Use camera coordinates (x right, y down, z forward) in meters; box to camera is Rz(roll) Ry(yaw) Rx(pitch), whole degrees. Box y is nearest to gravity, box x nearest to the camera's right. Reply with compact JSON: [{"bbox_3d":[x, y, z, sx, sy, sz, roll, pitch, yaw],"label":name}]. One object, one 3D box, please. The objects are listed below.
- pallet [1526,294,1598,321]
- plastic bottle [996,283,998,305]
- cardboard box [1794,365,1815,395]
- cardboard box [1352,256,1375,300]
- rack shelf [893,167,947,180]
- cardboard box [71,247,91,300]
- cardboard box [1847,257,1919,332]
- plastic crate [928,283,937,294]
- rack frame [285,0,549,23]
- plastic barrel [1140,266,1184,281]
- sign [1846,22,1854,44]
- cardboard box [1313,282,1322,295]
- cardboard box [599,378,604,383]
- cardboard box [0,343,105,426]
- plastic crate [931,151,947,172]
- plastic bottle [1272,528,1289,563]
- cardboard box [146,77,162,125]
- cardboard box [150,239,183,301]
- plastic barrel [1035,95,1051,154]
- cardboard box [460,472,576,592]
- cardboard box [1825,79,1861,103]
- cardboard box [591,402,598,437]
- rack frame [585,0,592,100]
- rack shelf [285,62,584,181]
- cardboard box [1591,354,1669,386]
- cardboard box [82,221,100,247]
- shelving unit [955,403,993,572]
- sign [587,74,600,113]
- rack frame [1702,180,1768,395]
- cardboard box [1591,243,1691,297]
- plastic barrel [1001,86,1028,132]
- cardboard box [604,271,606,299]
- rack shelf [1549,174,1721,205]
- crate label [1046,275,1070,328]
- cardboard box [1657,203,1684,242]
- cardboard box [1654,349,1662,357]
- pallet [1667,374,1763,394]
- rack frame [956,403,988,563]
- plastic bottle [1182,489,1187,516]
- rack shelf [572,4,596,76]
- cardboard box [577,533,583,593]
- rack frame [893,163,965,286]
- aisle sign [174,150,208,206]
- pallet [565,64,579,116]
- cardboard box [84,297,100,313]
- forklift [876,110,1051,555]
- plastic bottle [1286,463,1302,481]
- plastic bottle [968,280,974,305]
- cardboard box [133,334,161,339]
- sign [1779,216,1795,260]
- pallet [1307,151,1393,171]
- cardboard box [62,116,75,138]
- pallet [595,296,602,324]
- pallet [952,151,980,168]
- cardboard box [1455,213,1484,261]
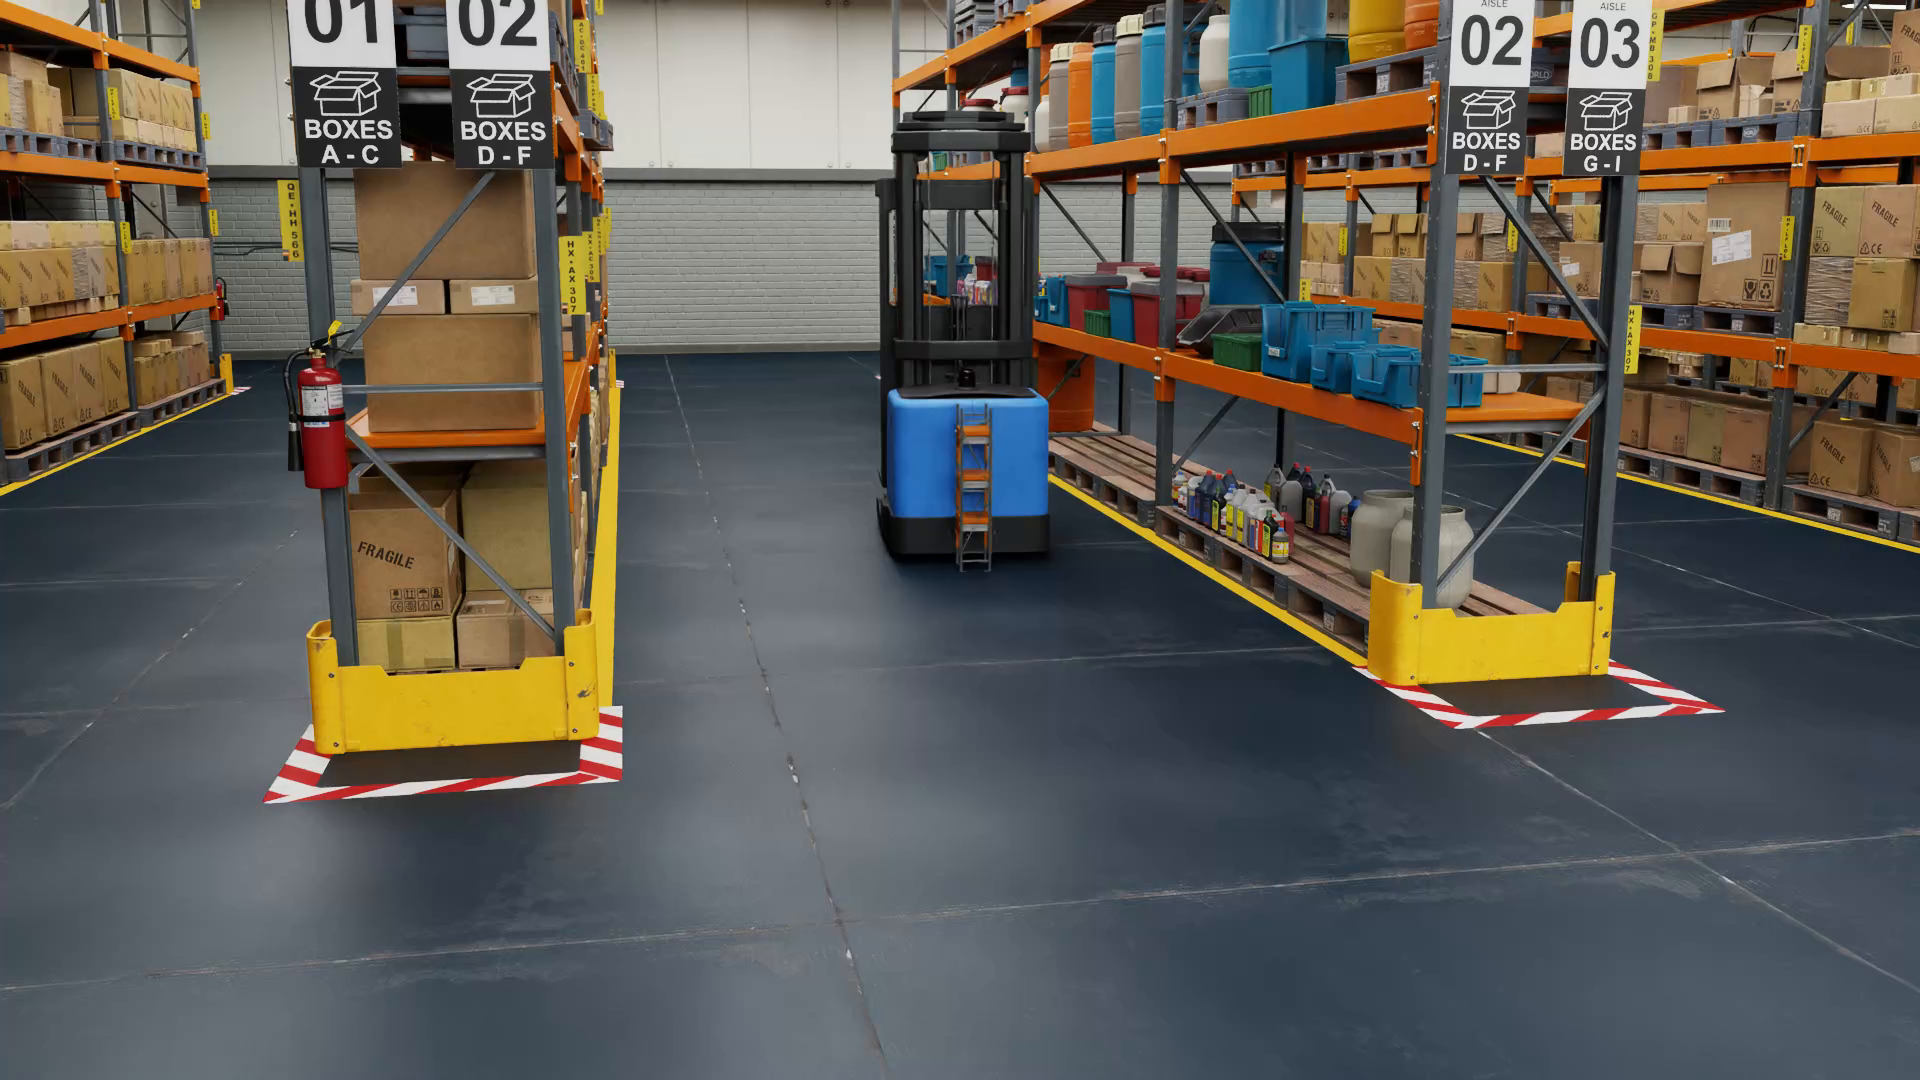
[{"bbox_3d":[6.229,-2.236,15.934,1.213,0.211,1.003,-2,11,-11],"label":"pallet"},{"bbox_3d":[0.408,-2.488,17.057,0.061,0.283,0.133,-2,11,-11],"label":"plastic bottle"},{"bbox_3d":[10.196,-1.993,19.707,0.500,0.500,0.500,-2,11,-10],"label":"cardboard box"},{"bbox_3d":[5.052,-3.146,19.937,0.500,0.500,0.500,-2,11,-11],"label":"cardboard box"},{"bbox_3d":[-0.039,-4.497,21.205,1.077,0.370,4.000,-2,11,-11],"label":"rack shelf"},{"bbox_3d":[-8.833,-2.594,16.187,0.500,0.500,0.500,-2,11,-11],"label":"cardboard box"},{"bbox_3d":[6.854,-1.741,11.757,0.875,0.500,0.500,-2,11,-11],"label":"cardboard box"},{"bbox_3d":[-0.131,-3.100,20.538,0.437,0.125,0.590,-2,11,-11],"label":"plastic crate"},{"bbox_3d":[-2.176,-3.577,6.424,1.000,3.000,0.127,-2,11,-11],"label":"rack frame"},{"bbox_3d":[1.708,-2.007,13.857,0.433,0.535,0.433,0,11,0],"label":"plastic barrel"},{"bbox_3d":[13.605,-7.749,25.422,0.100,0.325,0.005,-2,11,-11],"label":"sign"},{"bbox_3d":[4.727,-3.205,21.187,0.380,0.149,0.250,-2,11,-12],"label":"cardboard box"},{"bbox_3d":[-3.647,-1.275,15.883,0.500,0.500,0.500,-3,11,-13],"label":"cardboard box"},{"bbox_3d":[-8.938,-1.523,16.302,0.750,0.750,0.750,-2,11,-9],"label":"cardboard box"},{"bbox_3d":[-0.140,-4.557,20.042,0.416,0.233,0.300,-2,11,-11],"label":"plastic crate"},{"bbox_3d":[1.896,0.028,9.834,0.097,0.201,0.097,0,11,0],"label":"plastic bottle"},{"bbox_3d":[-9.439,-4.999,18.922,0.500,0.500,0.500,-2,11,-11],"label":"cardboard box"},{"bbox_3d":[-9.745,-3.165,19.499,0.980,0.700,0.700,-3,11,-14],"label":"cardboard box"},{"bbox_3d":[0.888,-3.737,14.988,0.421,0.512,0.421,0,11,0],"label":"plastic barrel"},{"bbox_3d":[-2.161,-0.052,8.173,0.500,0.500,0.500,-2,11,-11],"label":"cardboard box"},{"bbox_3d":[6.525,-3.248,12.052,0.380,0.149,0.250,-2,11,-13],"label":"cardboard box"},{"bbox_3d":[-3.185,-0.954,13.415,0.500,0.311,0.500,-2,11,-11],"label":"cardboard box"},{"bbox_3d":[-4.510,-5.778,17.987,1.000,3.000,0.127,-2,11,-11],"label":"rack frame"},{"bbox_3d":[-2.565,-2.117,8.699,1.077,0.370,4.000,-2,11,-11],"label":"rack shelf"},{"bbox_3d":[6.259,-1.595,15.556,0.500,0.250,0.500,-1,11,-5],"label":"cardboard box"},{"bbox_3d":[-8.936,-3.053,16.593,0.500,0.250,0.500,-2,11,-10],"label":"cardboard box"},{"bbox_3d":[0.088,-0.335,10.630,0.215,1.050,0.252,-1,13,-6],"label":"shelving unit"},{"bbox_3d":[-3.186,-3.882,14.455,0.100,0.325,0.005,-2,11,-11],"label":"sign"},{"bbox_3d":[10.093,-3.352,21.287,1.000,3.000,0.127,-2,11,-11],"label":"rack frame"},{"bbox_3d":[6.337,-2.516,15.502,0.700,0.500,0.500,0,11,-3],"label":"cardboard box"},{"bbox_3d":[0.635,-4.343,16.983,0.433,0.535,0.433,0,11,0],"label":"plastic barrel"},{"bbox_3d":[-4.444,-3.077,19.575,0.500,0.500,0.500,-2,11,-10],"label":"cardboard box"},{"bbox_3d":[9.704,-4.839,23.001,1.077,0.370,4.000,-2,11,-11],"label":"rack shelf"},{"bbox_3d":[1.056,-2.102,14.624,0.502,0.435,0.616,-2,11,-11],"label":"crate label"},{"bbox_3d":[9.631,-4.210,22.055,0.500,0.500,0.500,-2,11,-13],"label":"cardboard box"},{"bbox_3d":[9.633,-2.498,22.503,0.380,0.149,0.250,-2,11,-10],"label":"cardboard box"},{"bbox_3d":[9.928,-2.104,22.188,1.003,0.211,1.213,-2,11,-11],"label":"pallet"},{"bbox_3d":[0.076,-0.362,10.749,0.200,1.050,0.008,-1,13,-6],"label":"rack frame"},{"bbox_3d":[1.577,-0.273,11.416,0.097,0.201,0.097,0,11,0],"label":"plastic bottle"},{"bbox_3d":[-4.121,-4.861,16.164,1.077,0.370,4.000,-2,11,-11],"label":"rack shelf"},{"bbox_3d":[-2.352,0.133,9.207,0.500,0.250,0.500,-2,11,-11],"label":"cardboard box"},{"bbox_3d":[-0.428,-3.744,23.345,1.000,3.000,0.127,-2,11,-11],"label":"rack frame"},{"bbox_3d":[-9.866,-4.685,21.336,0.394,0.787,0.004,-2,11,-11],"label":"aisle sign"},{"bbox_3d":[-2.763,-2.638,9.750,1.003,0.211,1.213,-2,11,-11],"label":"pallet"},{"bbox_3d":[-8.837,-2.344,16.608,0.380,0.149,0.250,-2,11,-11],"label":"cardboard box"},{"bbox_3d":[-0.044,-1.566,12.085,1.130,2.935,3.031,-1,11,-5],"label":"forklift"},{"bbox_3d":[2.314,-0.350,11.423,0.144,0.351,0.185,-2,11,-13],"label":"plastic bottle"},{"bbox_3d":[0.133,-2.759,18.514,0.097,0.271,0.097,0,11,0],"label":"plastic bottle"},{"bbox_3d":[-9.985,-2.433,20.284,0.380,0.149,0.250,-2,11,-11],"label":"cardboard box"},{"bbox_3d":[6.220,-2.271,12.510,0.100,0.325,0.005,-2,11,-11],"label":"sign"},{"bbox_3d":[5.059,-4.771,20.955,1.003,0.211,1.213,-2,11,-11],"label":"pallet"},{"bbox_3d":[-9.731,-4.422,17.897,0.500,0.250,0.500,-2,11,-10],"label":"cardboard box"},{"bbox_3d":[-3.932,-2.125,15.351,1.213,0.211,1.003,-2,11,-11],"label":"pallet"},{"bbox_3d":[0.598,-4.251,18.491,1.213,0.211,1.003,-2,11,-11],"label":"pallet"},{"bbox_3d":[5.736,-3.253,17.816,0.797,0.503,0.637,-2,11,-10],"label":"cardboard box"}]
